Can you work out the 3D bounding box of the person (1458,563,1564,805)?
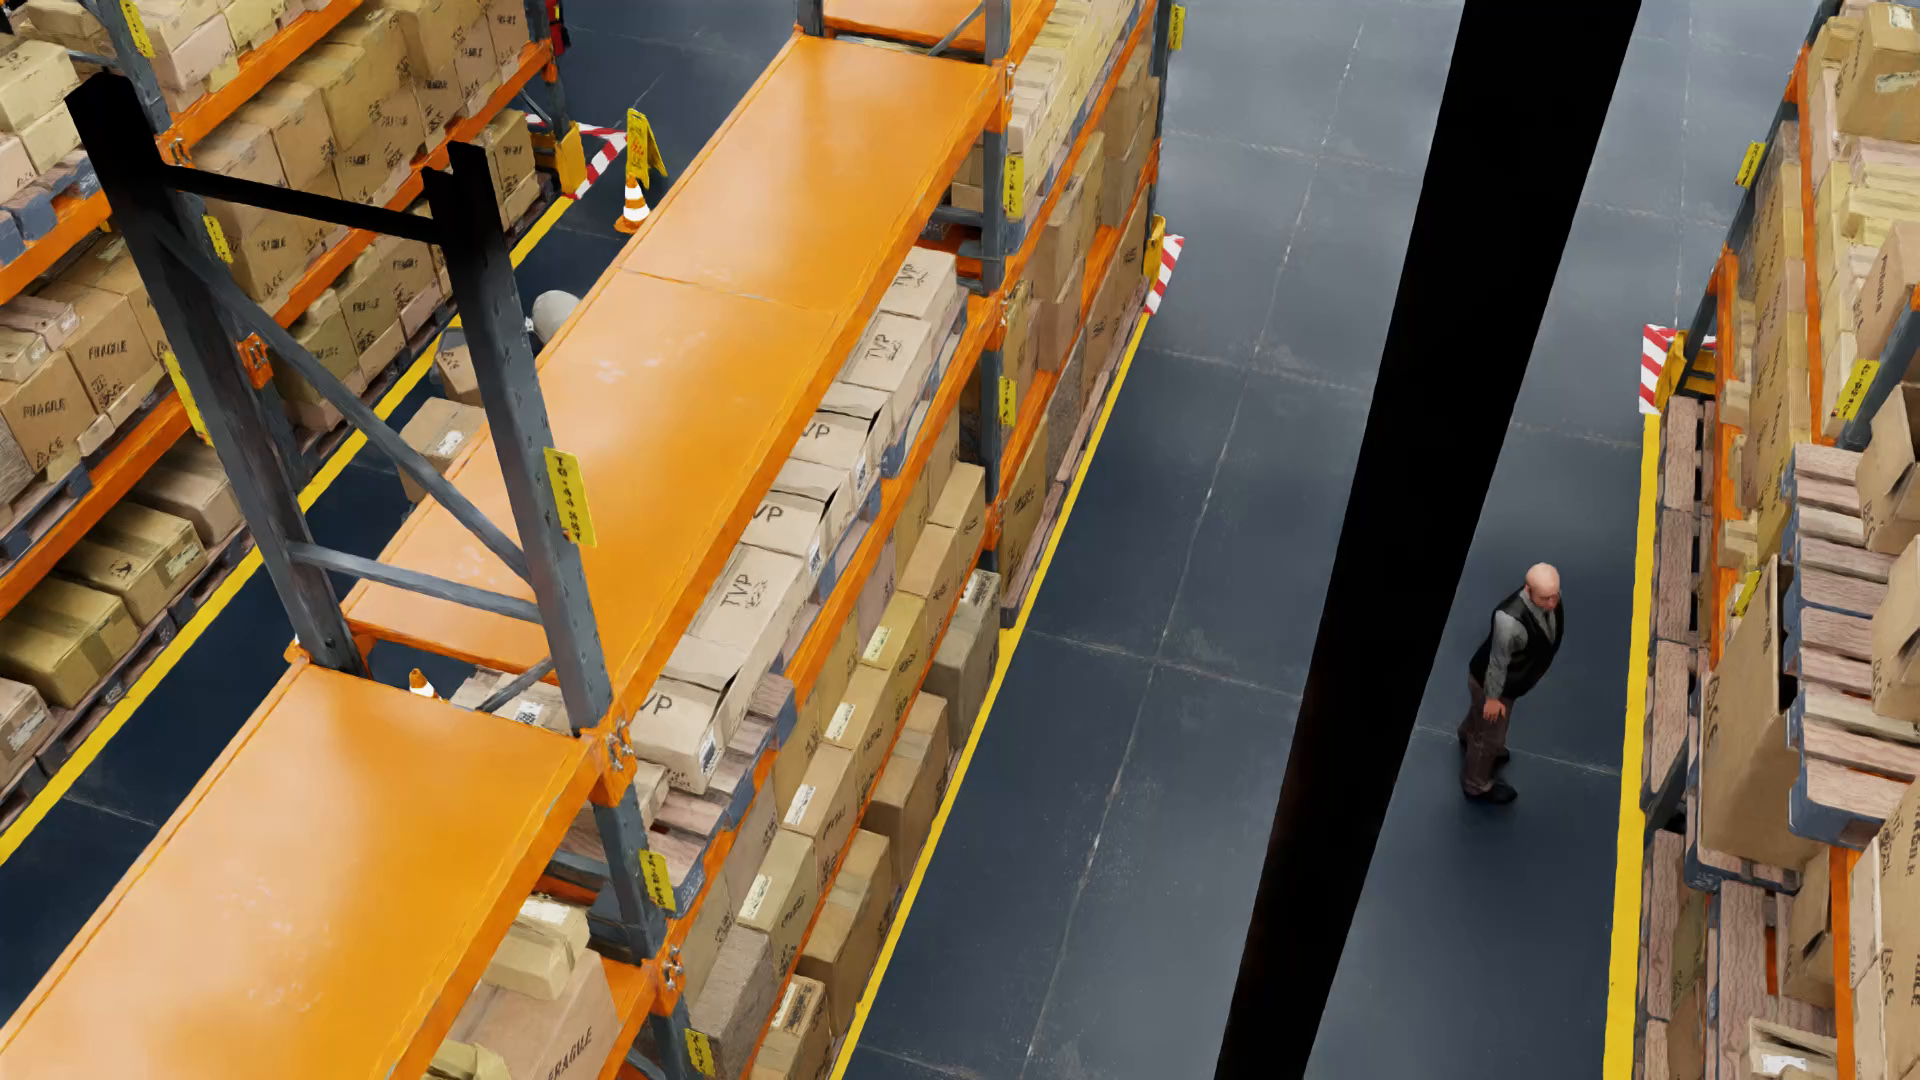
[{"bbox_3d":[3.070,0.768,9.170,0.504,1.719,0.581,36,55,30],"label":"person"}]
